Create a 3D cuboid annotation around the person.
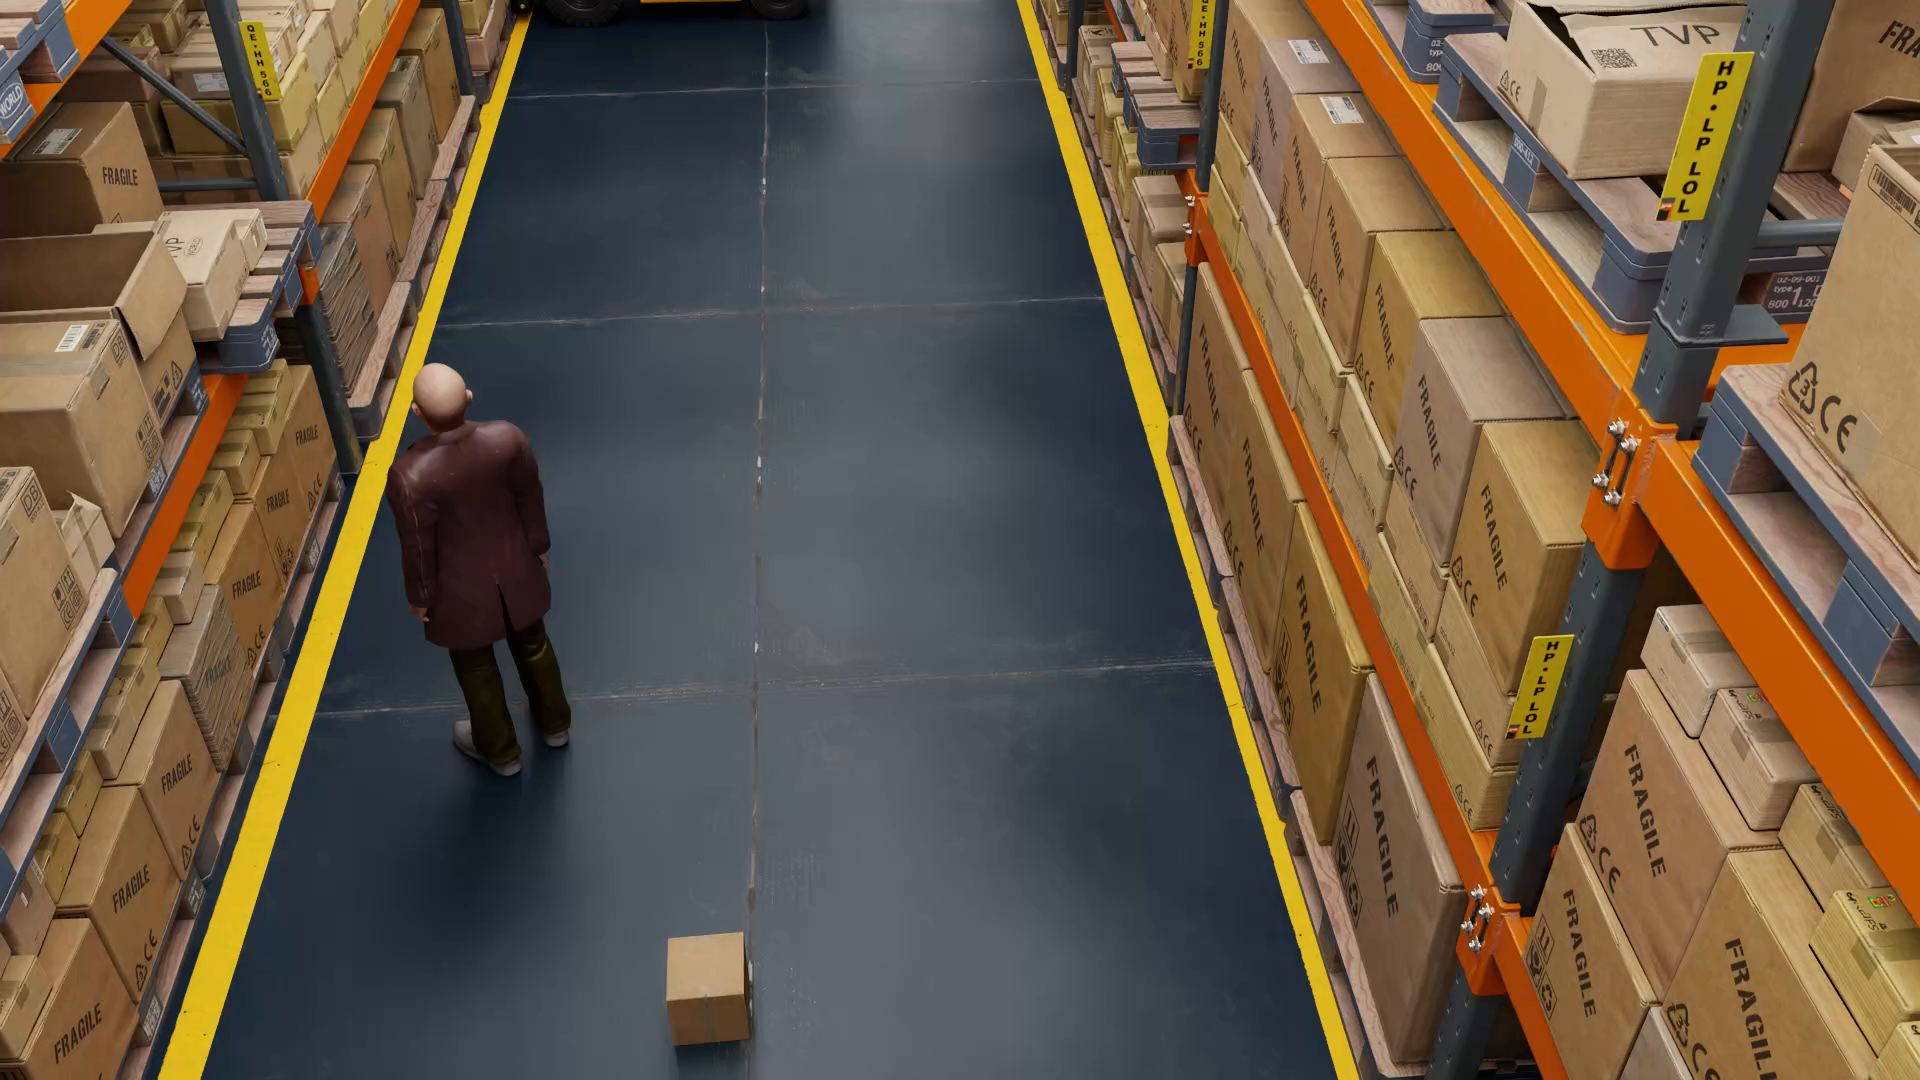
[{"bbox_3d":[-1.765,0.097,6.039,0.553,1.781,0.396,-28,46,-30],"label":"person"}]
